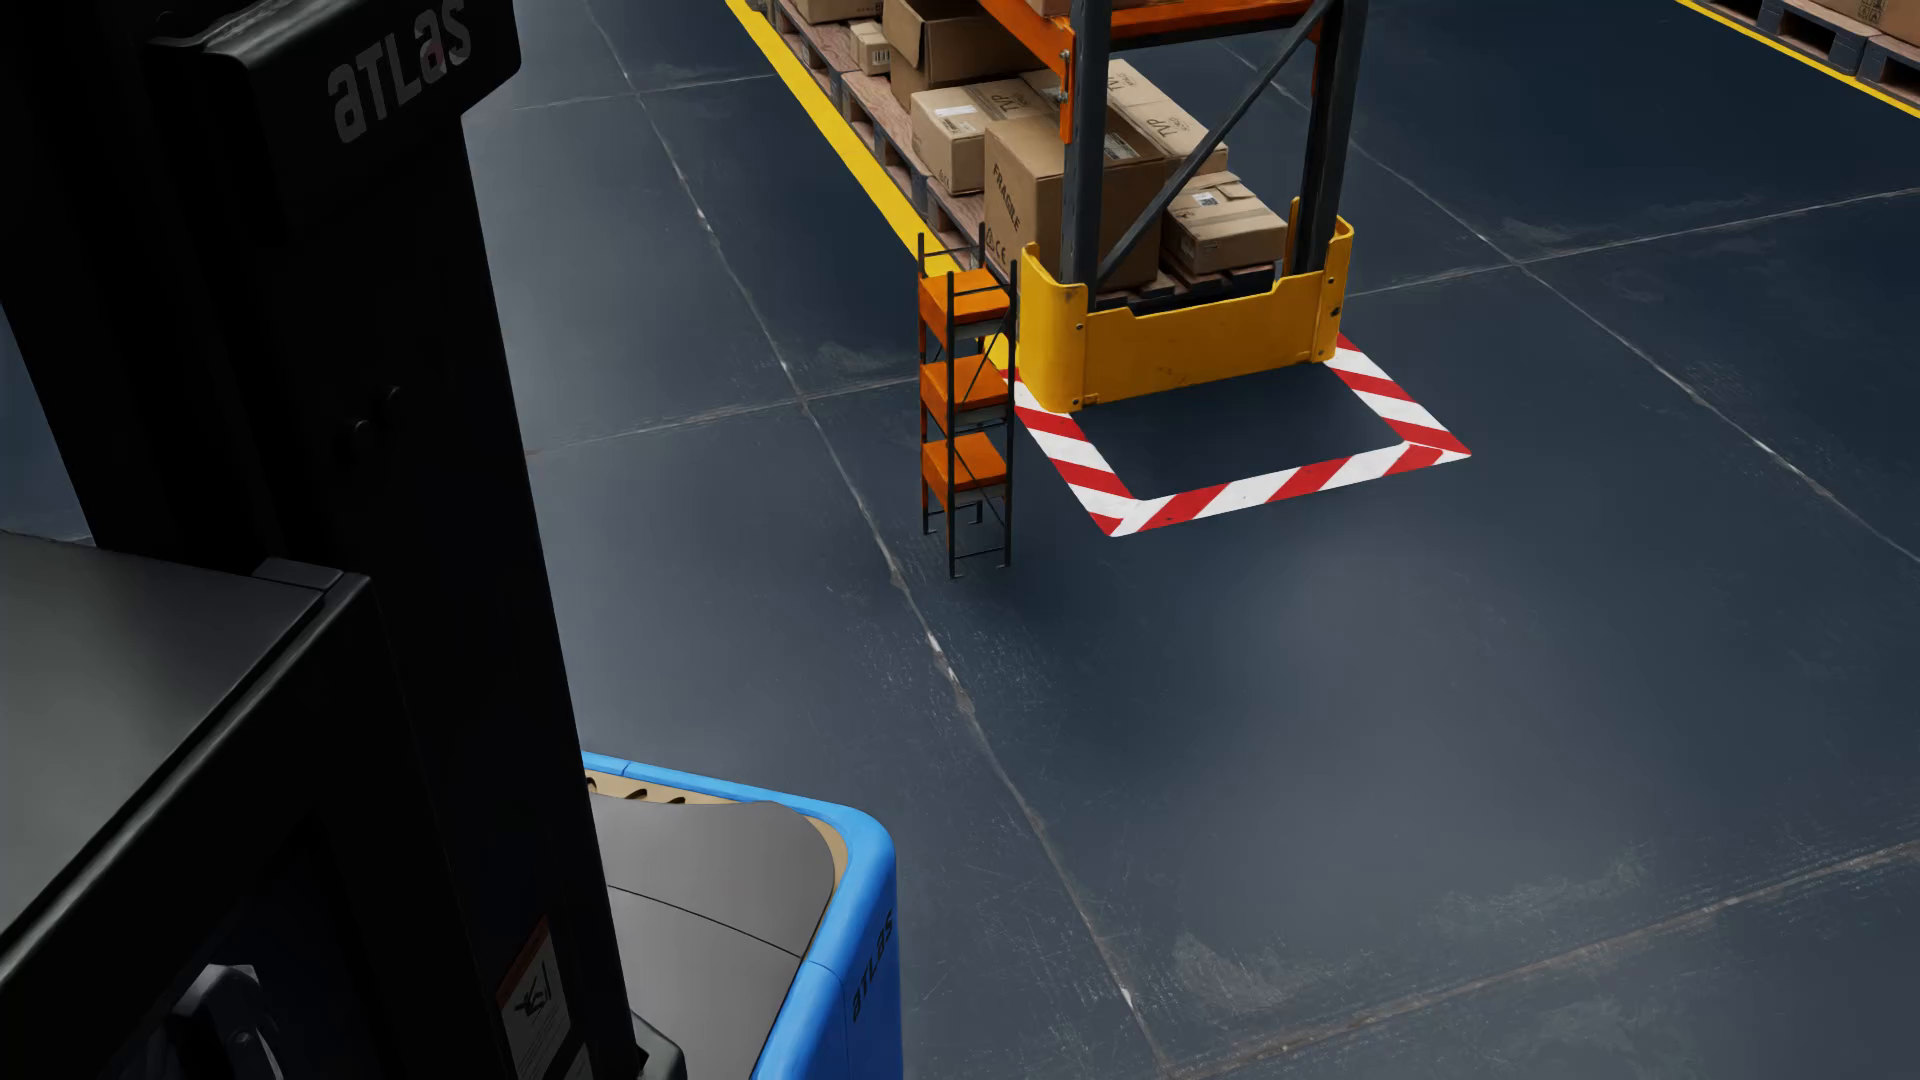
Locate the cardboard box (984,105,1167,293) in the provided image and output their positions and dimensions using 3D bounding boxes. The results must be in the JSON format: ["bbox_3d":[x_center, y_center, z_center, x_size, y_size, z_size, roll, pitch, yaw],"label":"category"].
[{"bbox_3d":[0.410,-1.239,6.114,0.500,0.500,0.500,-12,39,-16],"label":"cardboard box"}]

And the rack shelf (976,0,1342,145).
[{"bbox_3d":[0.141,-2.648,6.871,1.077,0.370,4.000,-12,39,-16],"label":"rack shelf"}]

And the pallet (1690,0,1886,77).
[{"bbox_3d":[4.714,-2.843,8.849,1.003,0.211,1.213,-12,39,-16],"label":"pallet"}]

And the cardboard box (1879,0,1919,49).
[{"bbox_3d":[4.972,-2.660,8.017,0.700,0.500,0.500,-13,39,-16],"label":"cardboard box"}]

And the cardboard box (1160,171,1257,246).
[{"bbox_3d":[0.921,-1.299,6.470,0.380,0.166,0.250,-12,39,-16],"label":"cardboard box"}]

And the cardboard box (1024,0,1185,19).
[{"bbox_3d":[0.419,-2.042,5.385,0.500,0.500,0.500,-11,38,-15],"label":"cardboard box"}]

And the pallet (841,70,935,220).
[{"bbox_3d":[0.111,-1.873,7.562,1.003,0.211,1.213,-12,39,-16],"label":"pallet"}]

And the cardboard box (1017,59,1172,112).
[{"bbox_3d":[0.564,-1.814,7.085,0.500,0.250,0.500,-12,39,-16],"label":"cardboard box"}]

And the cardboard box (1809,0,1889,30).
[{"bbox_3d":[4.798,-2.944,8.394,0.700,0.500,0.500,-14,39,-17],"label":"cardboard box"}]

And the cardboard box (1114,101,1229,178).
[{"bbox_3d":[0.736,-1.532,6.710,0.500,0.250,0.500,-12,39,-16],"label":"cardboard box"}]

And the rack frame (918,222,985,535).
[{"bbox_3d":[-0.024,-0.458,4.985,0.200,1.050,0.008,-12,39,-16],"label":"rack frame"}]

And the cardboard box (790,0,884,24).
[{"bbox_3d":[-0.606,-2.885,8.457,0.500,0.311,0.500,-12,39,-16],"label":"cardboard box"}]

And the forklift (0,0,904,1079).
[{"bbox_3d":[-0.987,0.931,1.577,1.130,2.935,3.031,10,38,13],"label":"forklift"}]

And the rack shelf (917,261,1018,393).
[{"bbox_3d":[0.018,-0.607,4.730,0.215,0.259,0.240,-12,39,-16],"label":"rack shelf"}]

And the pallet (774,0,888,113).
[{"bbox_3d":[-0.312,-2.563,8.478,1.003,0.211,1.213,-12,39,-16],"label":"pallet"}]

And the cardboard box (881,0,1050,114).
[{"bbox_3d":[0.104,-2.184,7.365,0.797,0.503,0.637,-12,39,-16],"label":"cardboard box"}]

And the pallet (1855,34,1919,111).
[{"bbox_3d":[5.130,-2.155,7.936,1.003,0.211,1.213,-12,39,-16],"label":"pallet"}]

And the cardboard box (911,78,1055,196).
[{"bbox_3d":[0.112,-1.682,6.910,0.500,0.250,0.500,-12,39,-16],"label":"cardboard box"}]

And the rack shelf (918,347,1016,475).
[{"bbox_3d":[0.018,-0.381,4.900,0.215,0.259,0.240,-12,39,-16],"label":"rack shelf"}]

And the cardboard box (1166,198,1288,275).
[{"bbox_3d":[1.007,-1.151,6.288,0.380,0.149,0.250,-12,39,-16],"label":"cardboard box"}]

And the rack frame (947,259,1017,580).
[{"bbox_3d":[0.060,-0.320,4.802,0.200,1.050,0.008,-12,39,-16],"label":"rack frame"}]

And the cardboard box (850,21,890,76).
[{"bbox_3d":[-0.299,-2.341,7.854,0.380,0.166,0.250,-12,39,-16],"label":"cardboard box"}]

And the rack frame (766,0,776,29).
[{"bbox_3d":[-0.548,-4.066,8.154,1.000,3.000,0.127,-12,39,-16],"label":"rack frame"}]

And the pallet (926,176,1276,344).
[{"bbox_3d":[0.527,-1.185,6.648,1.003,0.211,1.213,-12,39,-16],"label":"pallet"}]

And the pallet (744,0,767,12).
[{"bbox_3d":[-0.863,-3.403,9.593,1.003,0.211,1.213,-12,39,-16],"label":"pallet"}]

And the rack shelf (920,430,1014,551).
[{"bbox_3d":[0.018,-0.159,5.068,0.215,0.259,0.240,-12,39,-16],"label":"rack shelf"}]

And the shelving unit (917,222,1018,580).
[{"bbox_3d":[0.018,-0.389,4.894,0.215,1.050,0.252,-12,39,-16],"label":"shelving unit"}]

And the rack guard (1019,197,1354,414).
[{"bbox_3d":[0.803,-0.850,5.963,1.175,0.500,0.348,-12,39,-16],"label":"rack guard"}]

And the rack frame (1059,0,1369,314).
[{"bbox_3d":[0.829,-1.806,5.154,1.000,3.000,0.127,-12,39,-16],"label":"rack frame"}]
